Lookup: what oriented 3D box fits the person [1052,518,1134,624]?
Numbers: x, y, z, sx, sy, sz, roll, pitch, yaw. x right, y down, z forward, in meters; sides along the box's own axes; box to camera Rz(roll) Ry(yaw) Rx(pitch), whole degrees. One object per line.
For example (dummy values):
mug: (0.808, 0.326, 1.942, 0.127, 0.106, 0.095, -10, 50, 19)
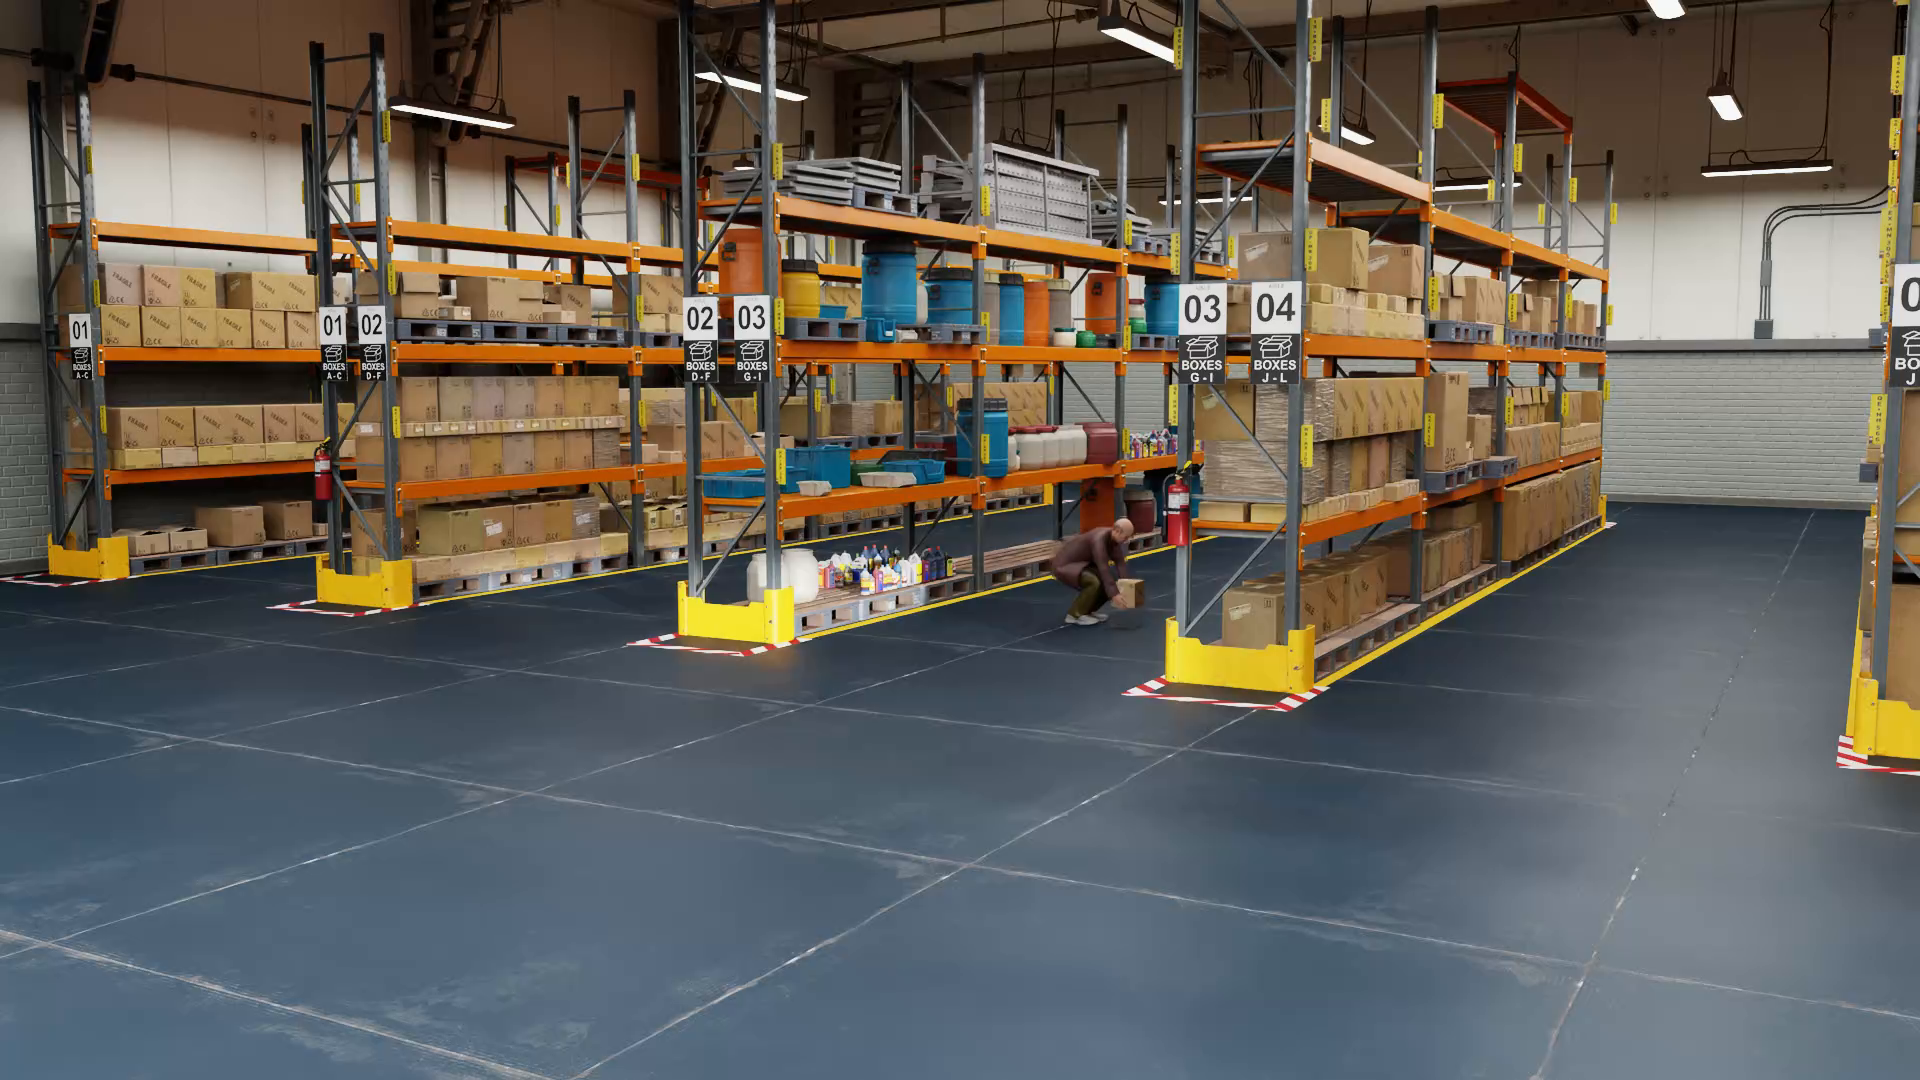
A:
person: (1.350, 0.303, 16.627, 0.884, 1.063, 0.609, 3, 7, 29)
